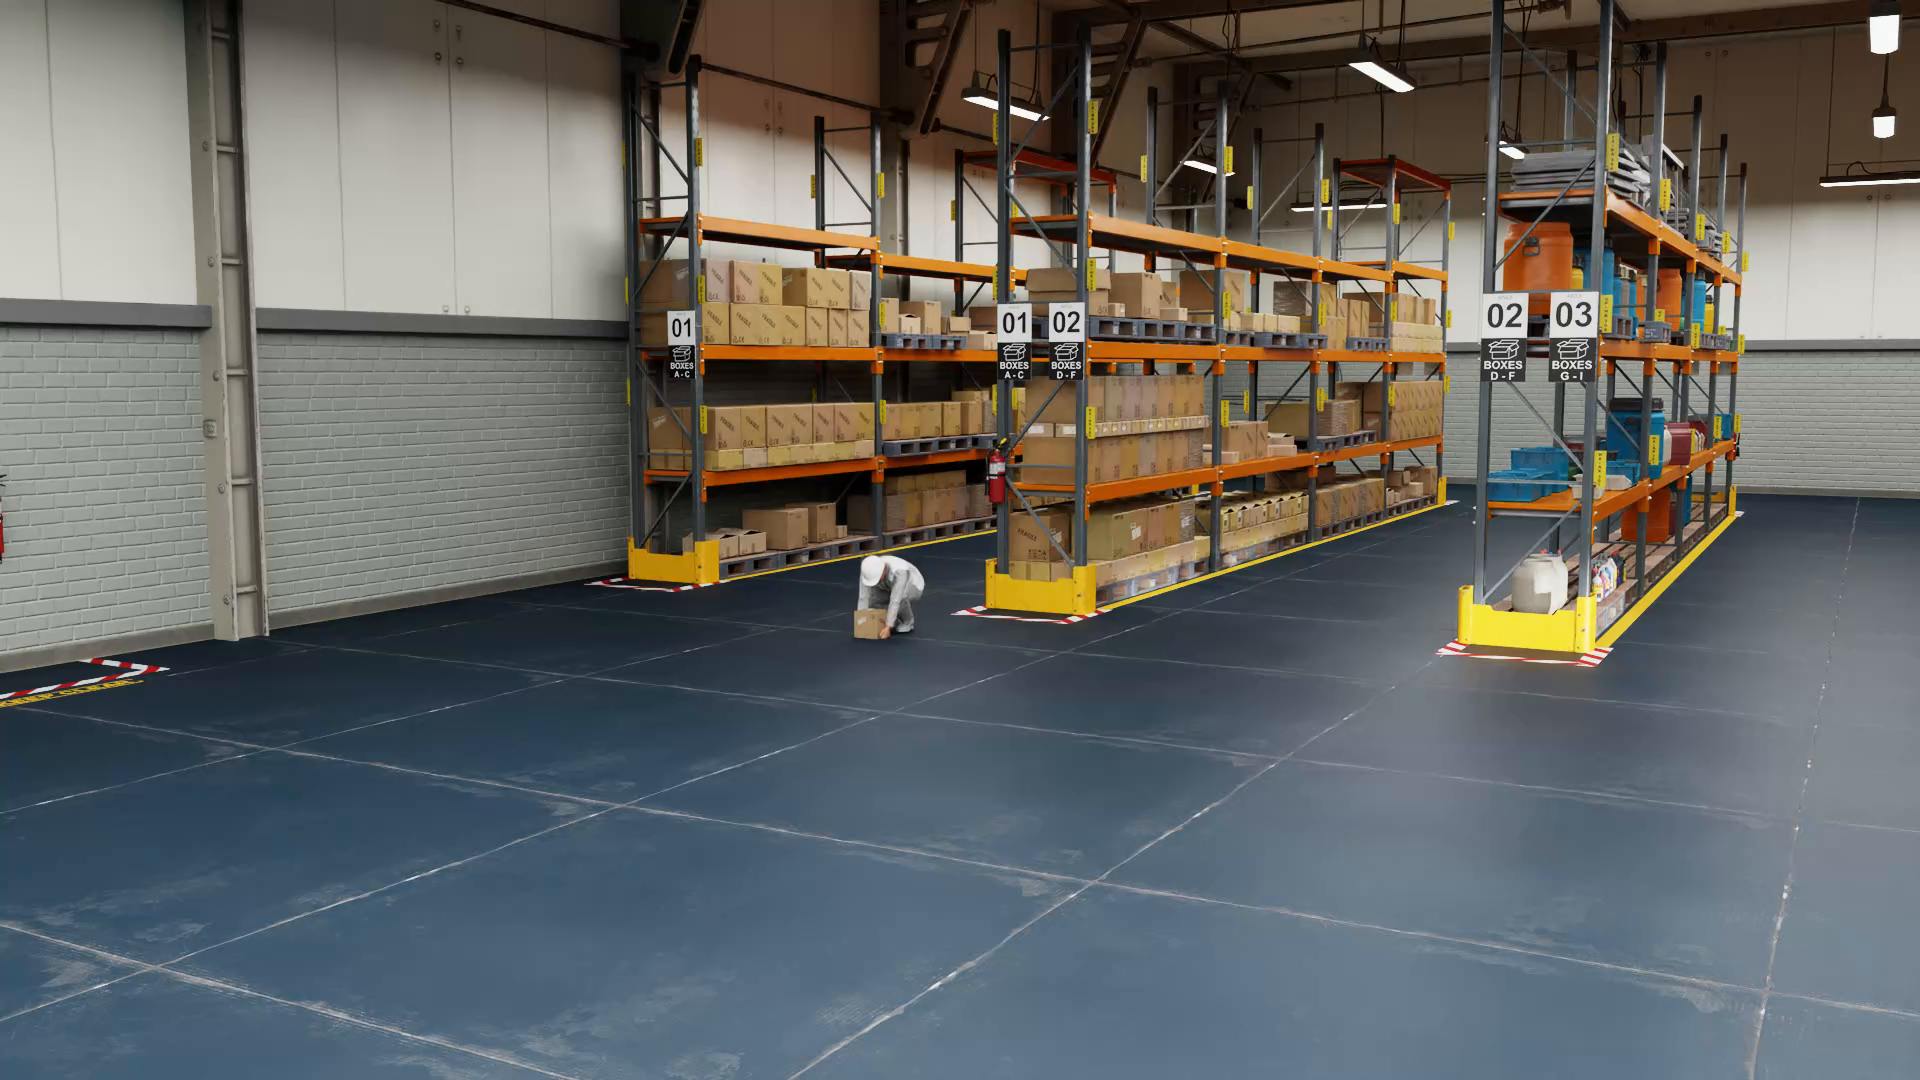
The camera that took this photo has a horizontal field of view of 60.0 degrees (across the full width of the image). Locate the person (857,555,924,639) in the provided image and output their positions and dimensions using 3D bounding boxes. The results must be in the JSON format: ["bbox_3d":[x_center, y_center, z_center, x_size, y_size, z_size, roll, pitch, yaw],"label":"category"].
[{"bbox_3d":[-0.695,0.541,15.962,0.515,0.857,0.961,3,7,28],"label":"person"}]
